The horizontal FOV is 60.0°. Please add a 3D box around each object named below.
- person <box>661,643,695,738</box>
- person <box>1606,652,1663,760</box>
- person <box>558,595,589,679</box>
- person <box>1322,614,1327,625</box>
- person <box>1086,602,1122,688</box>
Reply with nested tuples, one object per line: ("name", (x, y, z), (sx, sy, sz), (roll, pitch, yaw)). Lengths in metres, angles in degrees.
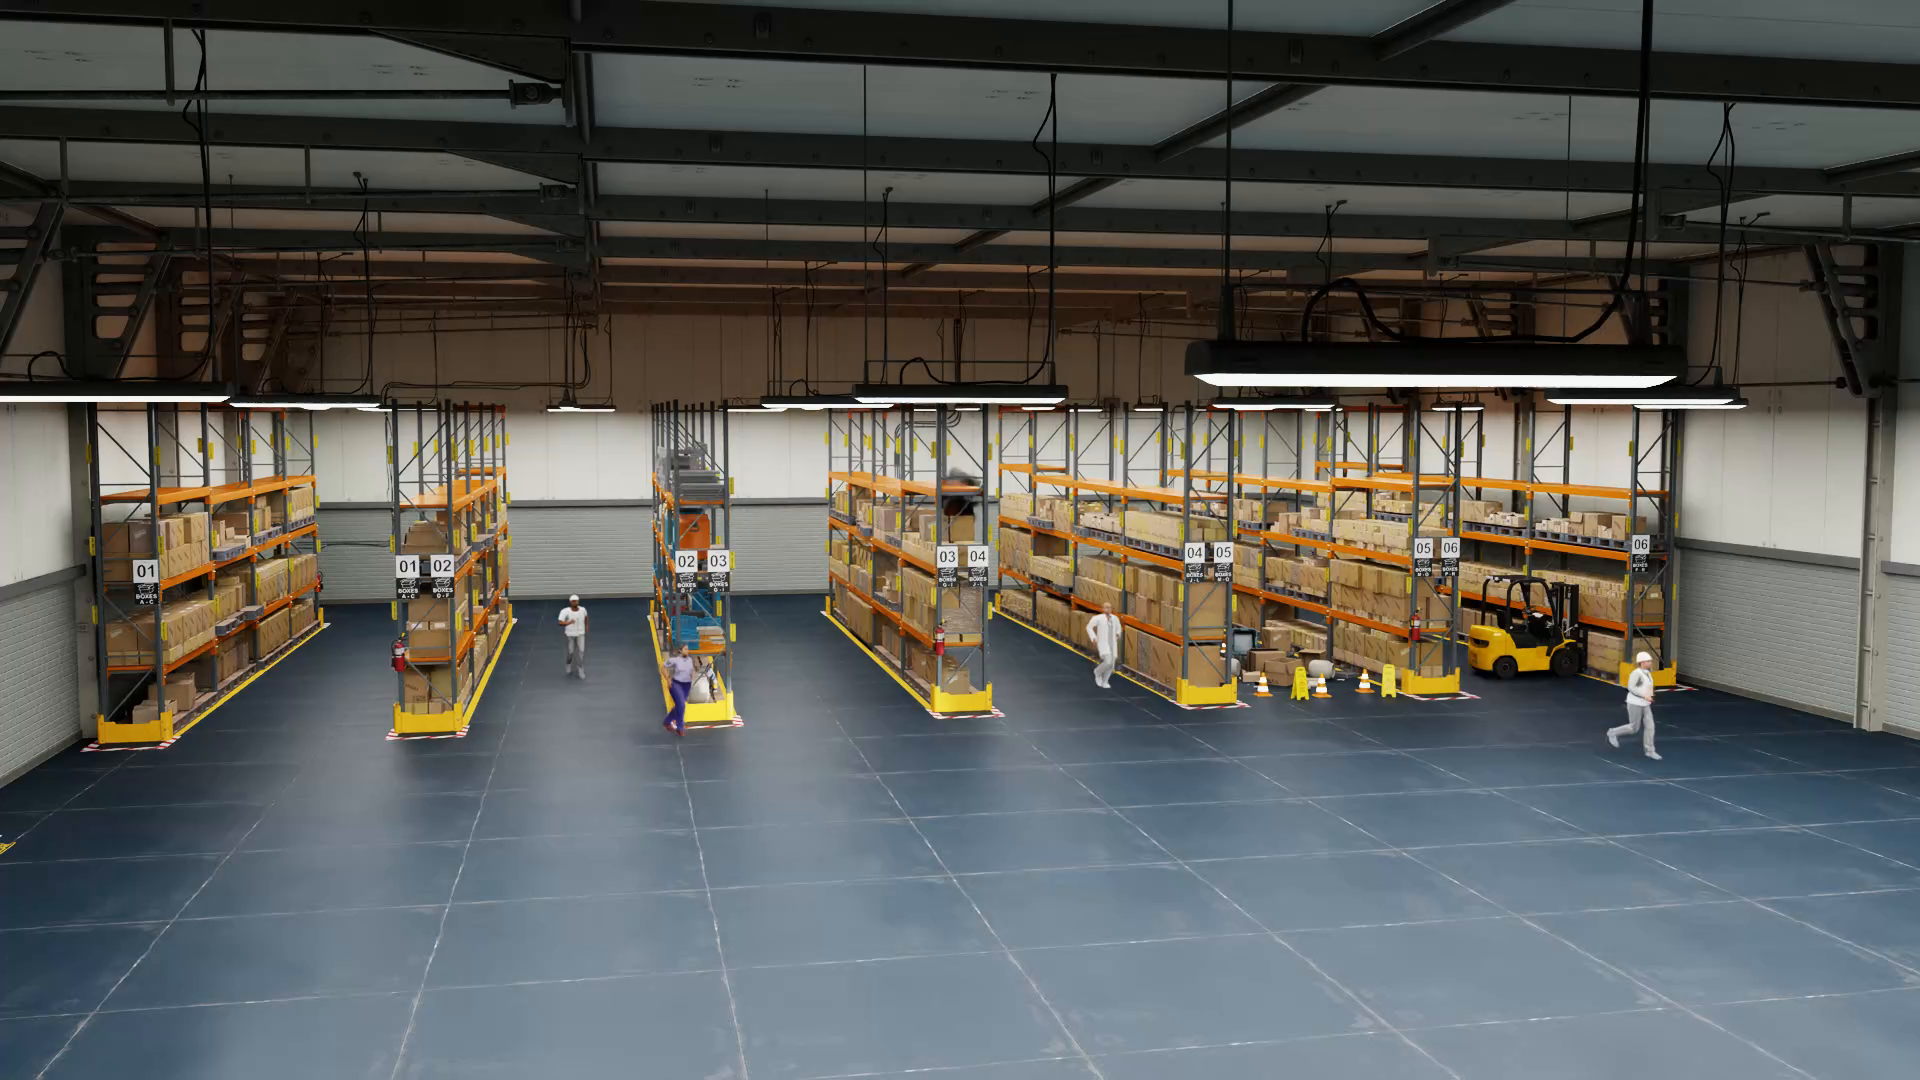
("person", (-5.020, 2.701, 29.793), (0.755, 1.693, 0.613), (3, 5, 38))
("person", (11.348, 2.751, 27.866), (0.958, 1.765, 0.682), (4, 6, 44))
("person", (-8.405, 2.086, 36.246), (0.741, 1.792, 0.876), (-2, 5, -30))
("person", (9.479, 1.749, 42.580), (0.541, 1.560, 0.549), (-1, 4, -12))
("person", (2.965, 2.117, 33.329), (0.703, 1.732, 0.625), (-2, 5, -26))
